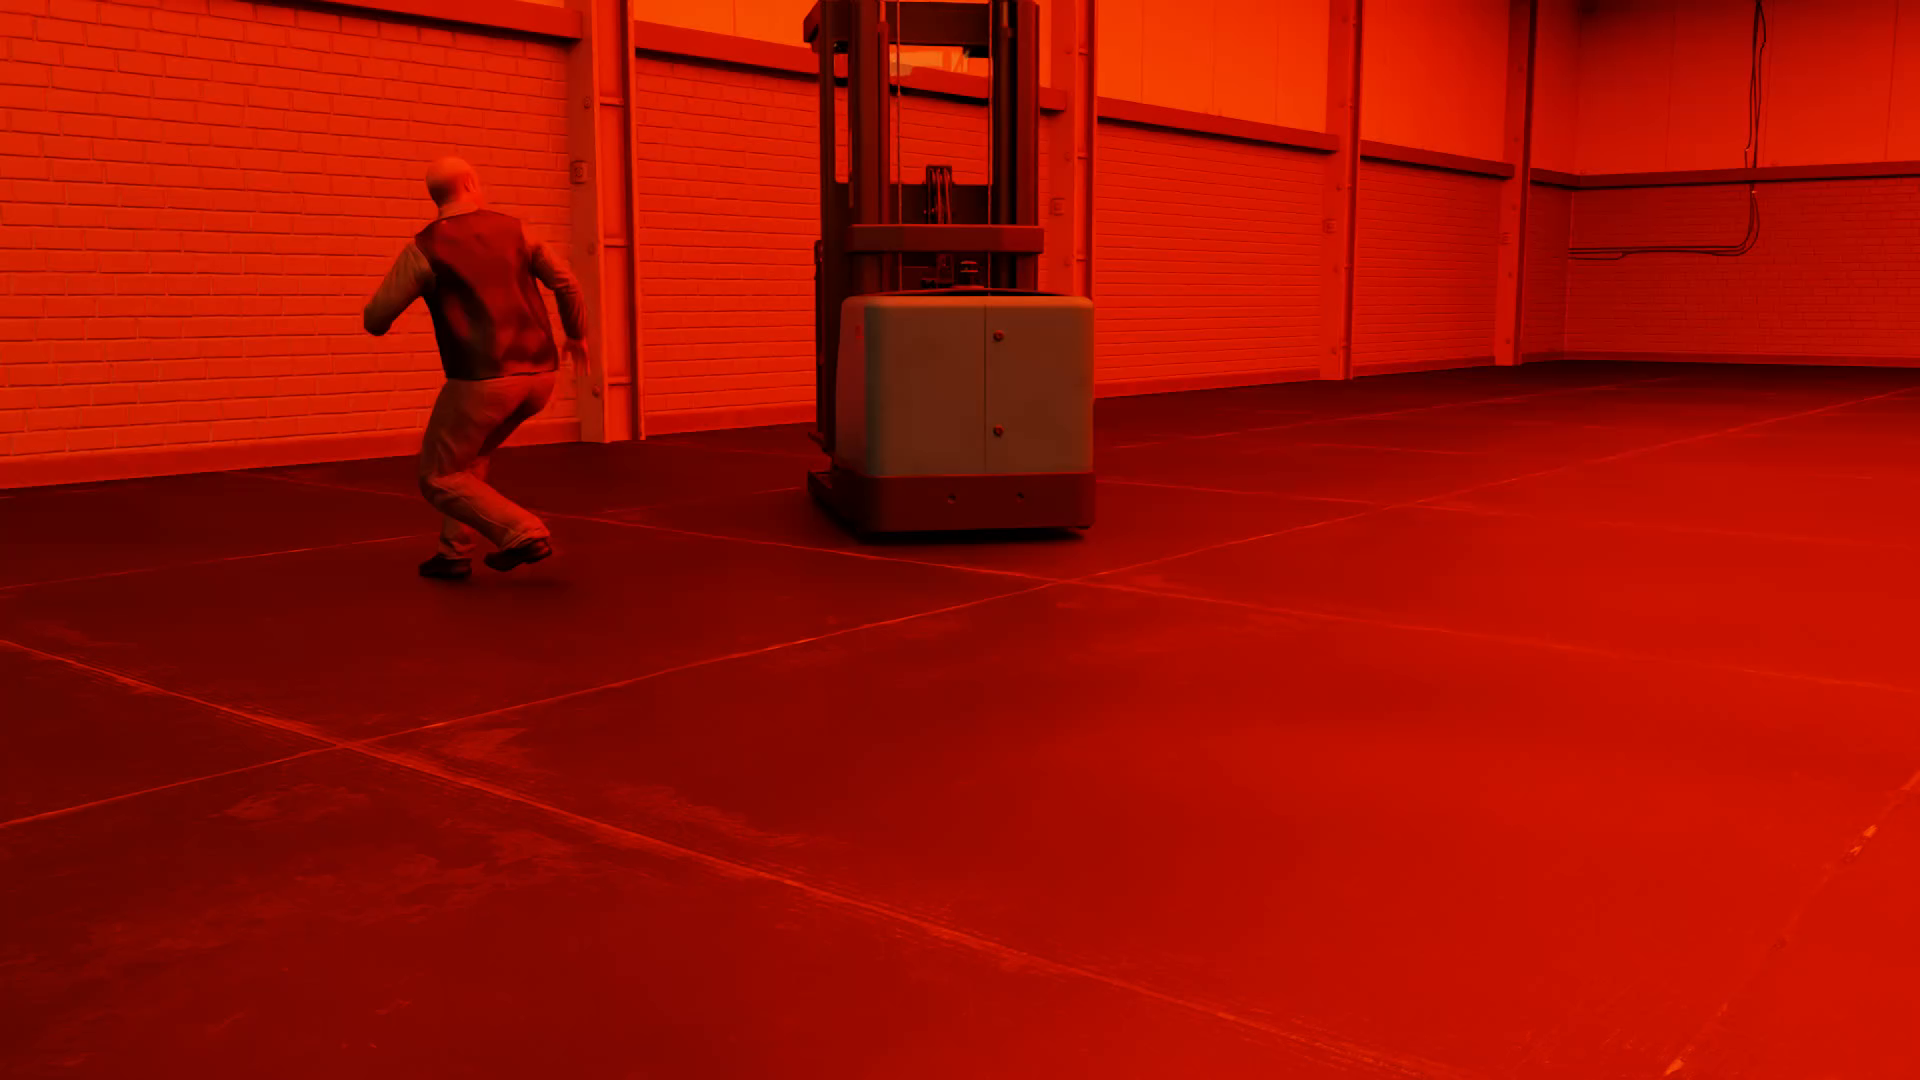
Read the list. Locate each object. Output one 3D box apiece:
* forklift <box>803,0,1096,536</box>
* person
[{"bbox_3d":[-0.200,-1.640,8.492,1.130,2.935,3.031,-2,9,-12],"label":"forklift"},{"bbox_3d":[-1.832,-0.646,6.358,0.818,1.593,0.857,6,10,37],"label":"person"}]
